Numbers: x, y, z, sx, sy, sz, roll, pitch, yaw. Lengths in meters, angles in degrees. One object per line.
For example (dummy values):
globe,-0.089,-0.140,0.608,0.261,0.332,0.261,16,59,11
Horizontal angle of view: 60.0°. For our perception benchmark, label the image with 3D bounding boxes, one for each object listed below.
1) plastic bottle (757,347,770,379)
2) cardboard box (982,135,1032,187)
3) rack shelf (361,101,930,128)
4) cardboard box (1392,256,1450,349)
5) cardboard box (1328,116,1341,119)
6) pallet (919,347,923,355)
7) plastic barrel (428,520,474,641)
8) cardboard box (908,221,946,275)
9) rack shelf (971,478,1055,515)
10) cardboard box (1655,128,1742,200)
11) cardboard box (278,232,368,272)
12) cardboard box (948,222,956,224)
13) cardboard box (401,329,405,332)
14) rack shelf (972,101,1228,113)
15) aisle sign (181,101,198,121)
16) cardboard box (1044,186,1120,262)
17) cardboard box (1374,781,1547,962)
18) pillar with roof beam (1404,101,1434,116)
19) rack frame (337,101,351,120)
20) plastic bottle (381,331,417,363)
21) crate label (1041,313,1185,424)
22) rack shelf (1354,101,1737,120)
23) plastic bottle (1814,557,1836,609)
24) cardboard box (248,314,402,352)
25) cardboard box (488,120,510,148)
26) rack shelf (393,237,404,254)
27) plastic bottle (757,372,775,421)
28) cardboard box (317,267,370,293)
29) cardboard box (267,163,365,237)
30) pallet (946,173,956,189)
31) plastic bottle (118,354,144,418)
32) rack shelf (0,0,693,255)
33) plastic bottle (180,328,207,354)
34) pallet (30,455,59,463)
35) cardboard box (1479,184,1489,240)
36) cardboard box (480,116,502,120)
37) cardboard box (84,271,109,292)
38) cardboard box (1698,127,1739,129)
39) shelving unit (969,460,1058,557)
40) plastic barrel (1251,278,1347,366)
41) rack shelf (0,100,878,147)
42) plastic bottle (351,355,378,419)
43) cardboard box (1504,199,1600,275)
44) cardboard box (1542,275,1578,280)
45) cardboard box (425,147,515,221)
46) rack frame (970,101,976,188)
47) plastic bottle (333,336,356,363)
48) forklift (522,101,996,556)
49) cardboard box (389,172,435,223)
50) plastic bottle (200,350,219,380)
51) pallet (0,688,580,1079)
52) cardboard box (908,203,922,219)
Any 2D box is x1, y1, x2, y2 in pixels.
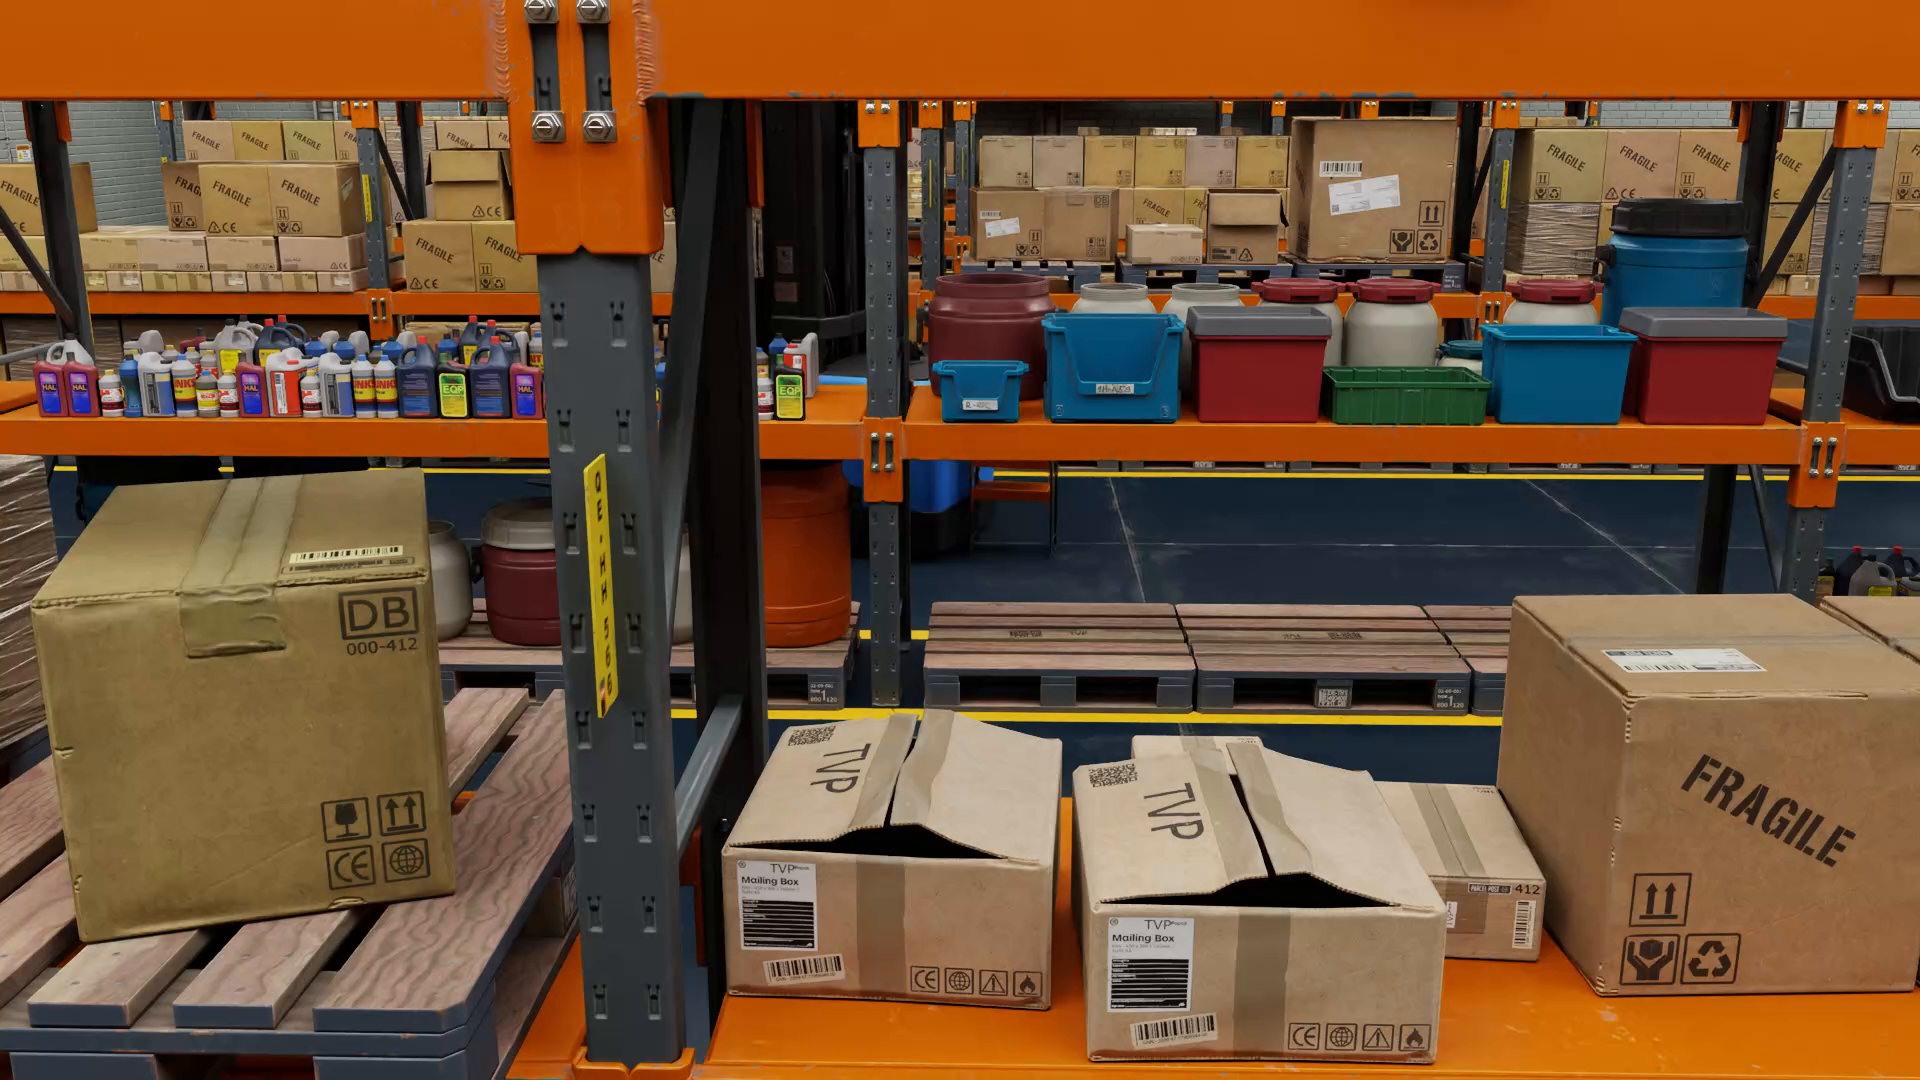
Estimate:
plastic bottle,-0.959,-0.819,7.954,0.097,0.201,0.097,0,15,0
cardboard box,0.480,-3.875,16.992,0.500,0.500,0.700,0,15,1
rack shelf,-2.195,-3.200,12.120,4.000,0.370,1.077,0,15,1
cardboard box,4.658,-2.477,17.189,0.875,0.875,0.875,1,15,2
cardboard box,5.000,-5.194,21.409,0.500,0.500,0.700,0,15,2
pallet,-0.749,-2.006,17.530,1.213,0.211,1.003,0,15,1
plastic barrel,-2.507,0.191,7.789,0.421,0.512,0.421,0,15,0
cardboard box,-0.631,-3.813,22.255,0.875,0.875,0.875,0,15,1
rack shelf,0.324,-0.264,10.029,0.480,0.148,0.258,3,15,11
cardboard box,5.246,-2.660,11.804,0.500,0.500,0.500,0,15,1
cardboard box,-4.643,-2.118,12.199,0.500,0.250,0.500,0,15,0
cardboard box,-0.234,-4.946,27.285,0.500,0.500,0.500,1,15,3
cardboard box,-5.661,-2.141,17.339,0.250,0.149,0.380,1,15,2
rack shelf,2.180,-6.967,26.398,4.000,0.370,1.077,0,15,1
aisle sign,-8.031,-4.735,17.311,0.004,0.787,0.394,0,15,1
cardboard box,0.906,-2.365,12.403,0.500,0.500,0.700,3,15,10
cardboard box,0.824,0.557,2.841,0.250,0.149,0.380,1,15,6
pillar with roof beam,7.395,-7.863,22.503,0.400,9.000,9.100,0,15,1
rack frame,-7.940,-4.664,22.138,0.127,3.000,1.000,0,15,1
plastic bottle,-2.683,-0.859,7.961,0.135,0.276,0.152,0,15,1
crate label,0.664,-0.763,7.283,0.616,0.435,0.502,0,15,1
rack shelf,6.030,-4.412,16.714,4.000,0.370,1.077,0,15,1
plastic bottle,4.166,0.224,8.072,0.133,0.283,0.061,1,15,4
cardboard box,-4.852,-1.311,12.771,0.875,0.875,0.875,0,15,1
cardboard box,-4.444,-3.985,16.824,0.500,0.500,0.500,0,15,-1
rack shelf,-5.966,-3.040,17.393,4.000,0.370,1.077,0,15,1
plastic bottle,-0.852,-0.625,7.217,0.097,0.201,0.097,0,15,0
cardboard box,-4.508,-1.908,12.183,0.250,0.149,0.380,0,15,2
cardboard box,-4.661,-2.479,12.099,0.500,0.500,0.500,1,15,3
pallet,-0.499,-5.771,26.712,1.003,0.211,1.213,0,15,1
plastic bottle,-3.619,-0.677,7.277,0.097,0.271,0.097,0,15,0
rack shelf,-2.452,-0.674,2.545,4.000,0.370,1.077,0,15,1
plastic bottle,-3.686,-0.881,8.029,0.133,0.283,0.061,0,15,1
pallet,-7.392,-0.803,12.971,1.213,0.211,1.003,0,15,1
cardboard box,5.487,-3.365,16.919,0.550,0.550,0.875,0,15,1
cardboard box,-6.043,-5.416,21.559,0.250,0.149,0.380,0,15,0
cardboard box,-6.309,-1.919,12.227,0.250,0.149,0.380,0,15,0
cardboard box,5.759,-2.791,12.299,0.500,0.500,0.500,0,15,1
shelving unit,0.324,-0.521,9.961,0.503,1.200,0.258,3,15,11
plastic barrel,1.560,-0.931,7.722,0.433,0.535,0.433,0,15,0
rack shelf,-2.322,-1.937,7.332,4.000,0.370,1.077,0,15,1
plastic bottle,-2.595,-0.670,7.251,0.097,0.271,0.097,0,15,0
cardboard box,4.251,-2.232,12.141,0.500,0.500,0.875,0,15,1
cardboard box,4.260,-1.854,11.980,0.250,0.149,0.380,0,15,1
cardboard box,-3.556,-2.642,12.312,0.637,0.503,0.797,0,15,0
rack frame,0.180,-5.878,26.738,0.127,3.000,1.000,0,15,1
plastic bottle,-2.899,-0.827,7.846,0.097,0.271,0.097,0,15,0
forklift,-1.345,-1.529,10.390,3.031,2.935,1.130,6,16,20
cardboard box,-5.474,-3.505,16.968,0.500,0.500,0.500,0,15,1
plastic bottle,-3.538,-0.797,7.871,0.097,0.201,0.097,0,15,0
pallet,-1.132,0.548,2.759,1.003,0.211,1.213,0,15,1
cardboard box,-0.473,-3.316,16.700,0.250,0.149,0.380,1,15,2
